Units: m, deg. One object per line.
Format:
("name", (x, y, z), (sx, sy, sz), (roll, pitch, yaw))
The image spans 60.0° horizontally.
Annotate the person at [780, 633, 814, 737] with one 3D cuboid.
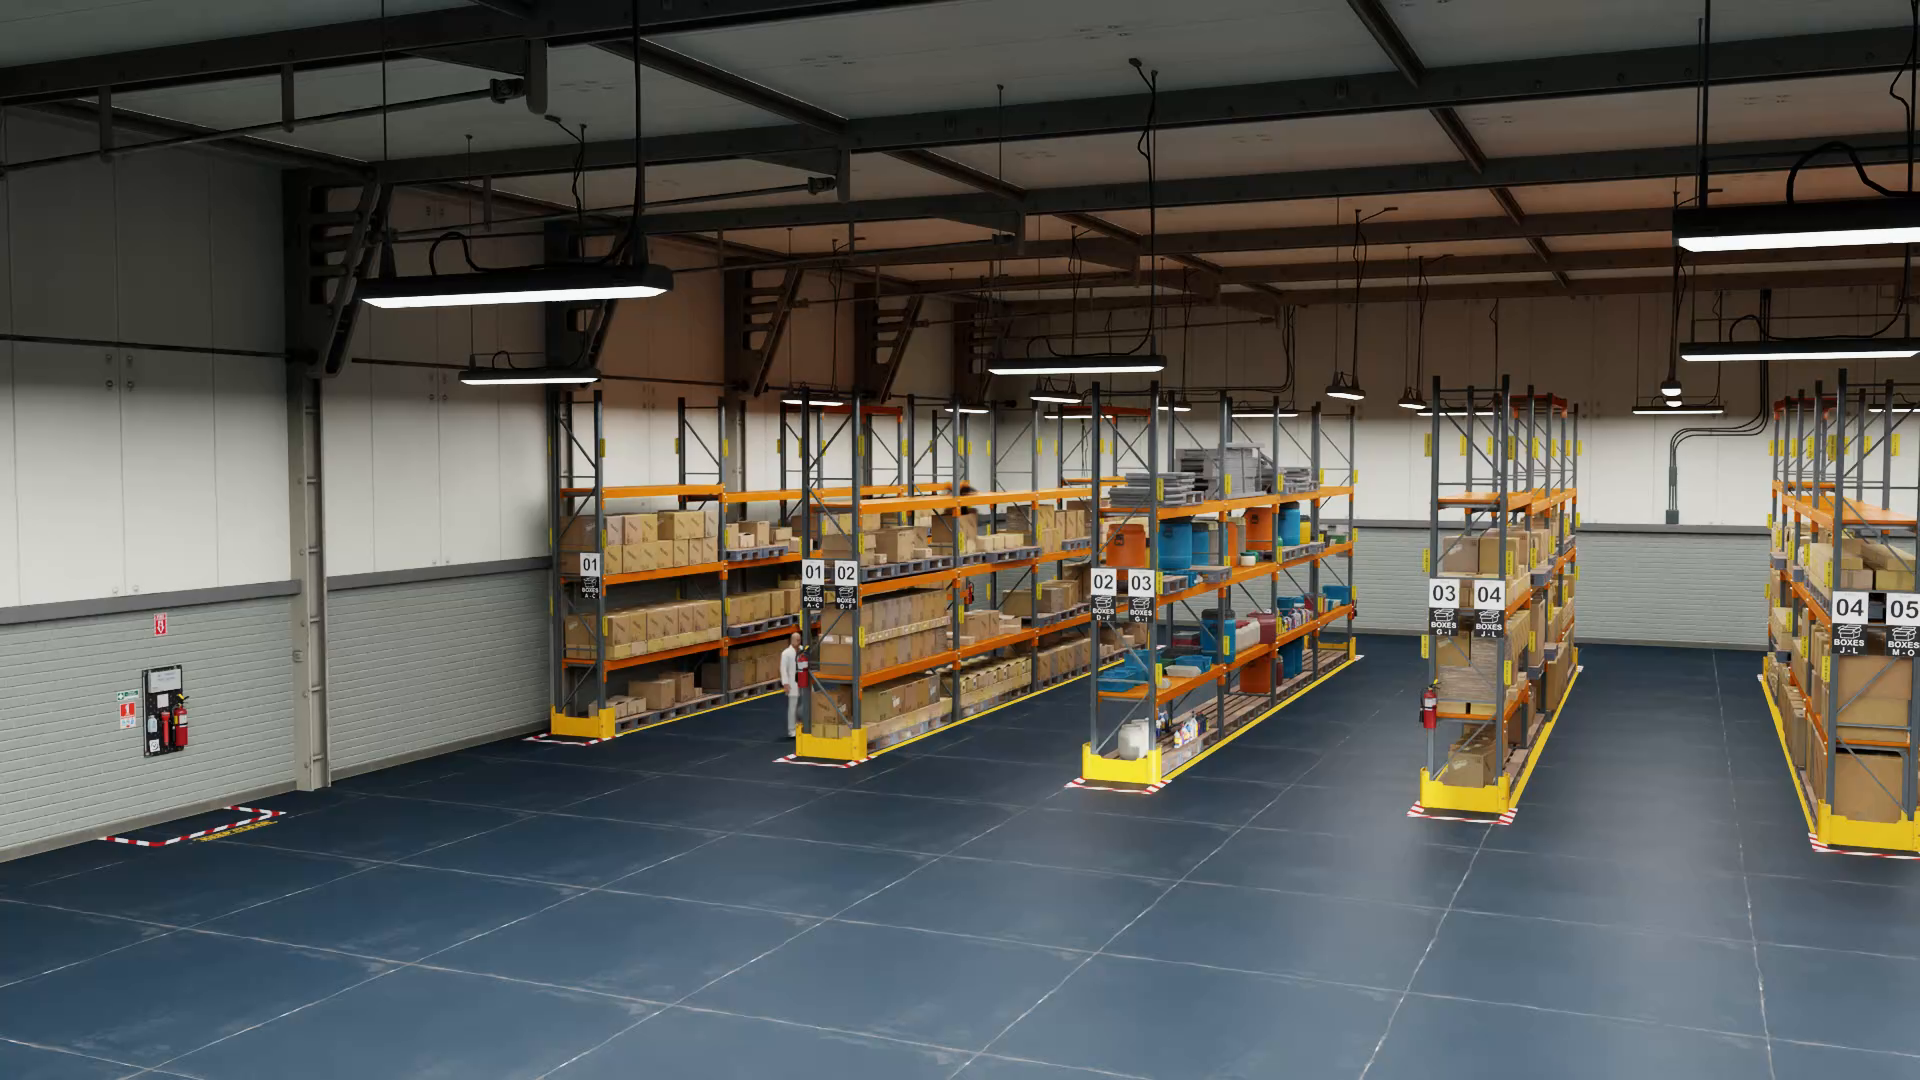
("person", (-2.831, 2.509, 28.999), (0.726, 1.787, 0.606), (-3, 4, -42))
